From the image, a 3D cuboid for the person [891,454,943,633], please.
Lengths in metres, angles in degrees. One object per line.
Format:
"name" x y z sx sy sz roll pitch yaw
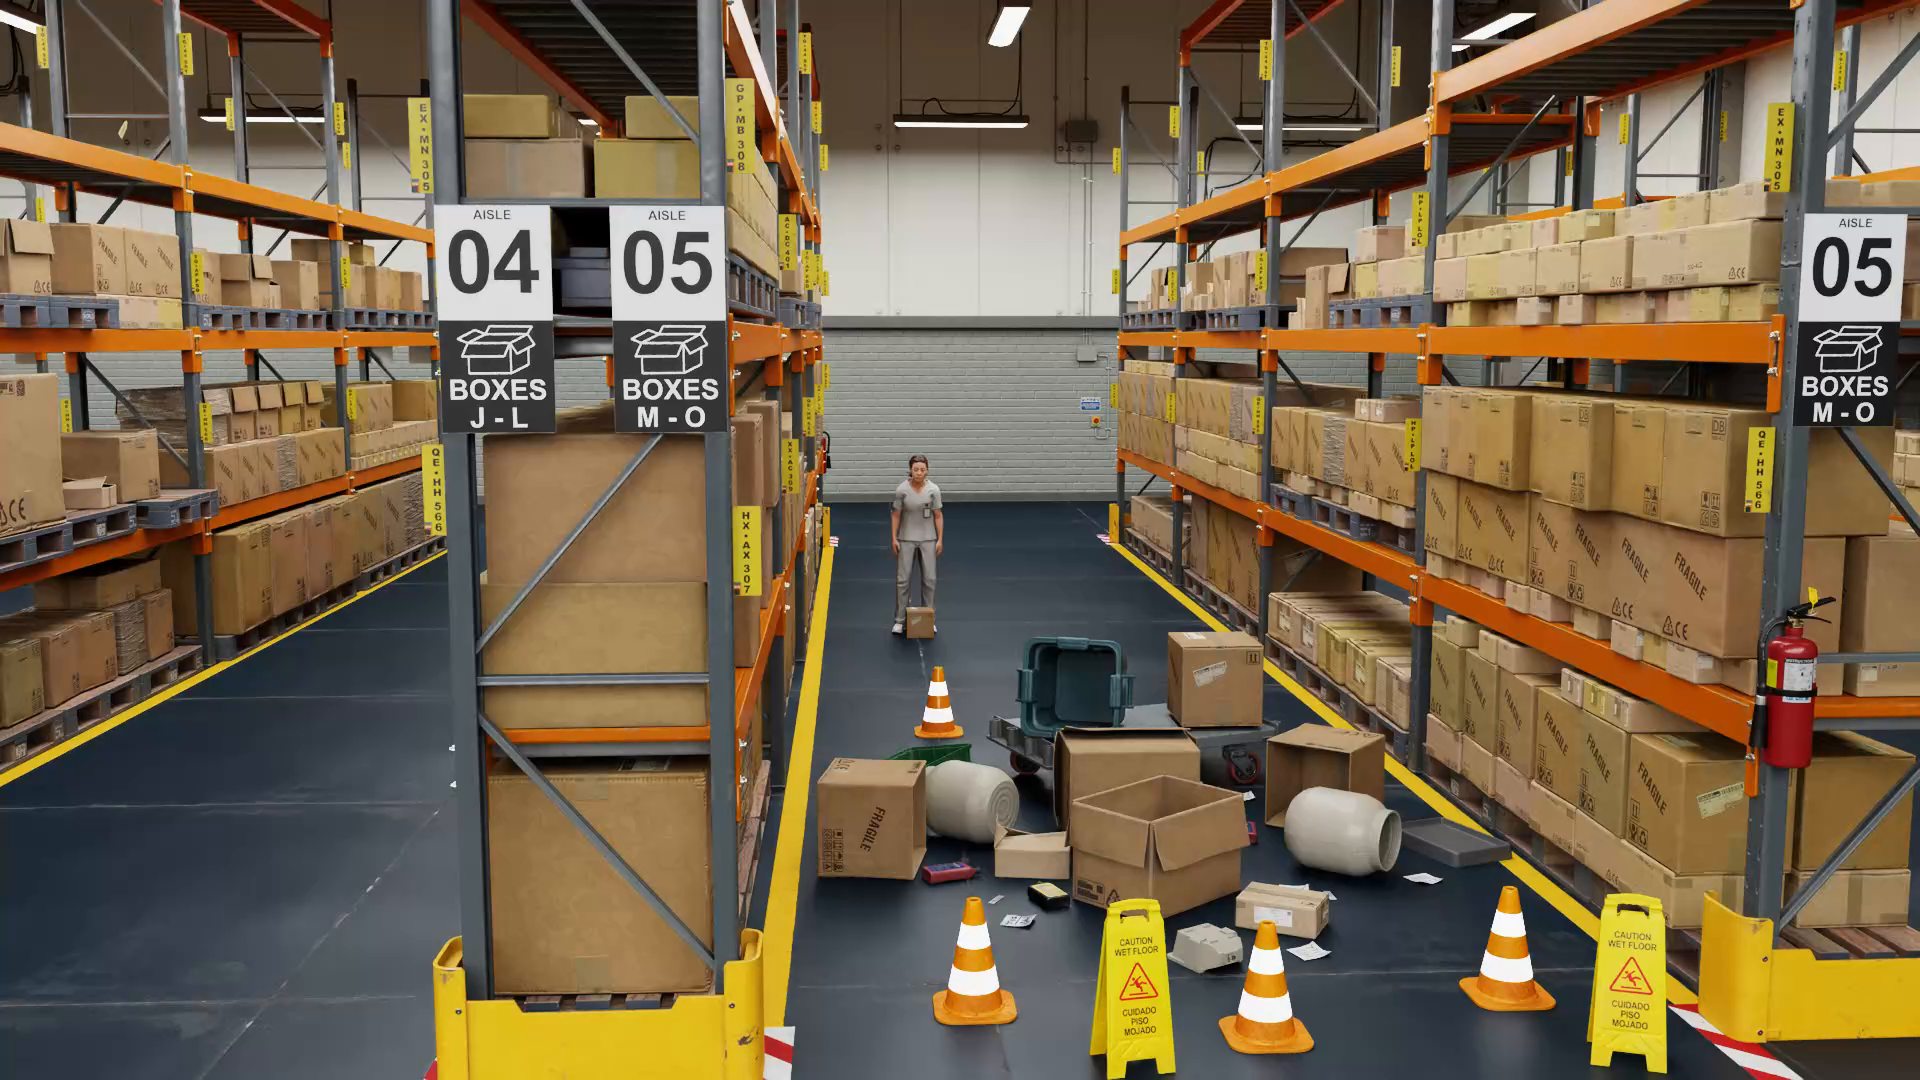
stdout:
"person" -0.399 0.027 15.533 0.486 1.673 0.357 0 7 -3
